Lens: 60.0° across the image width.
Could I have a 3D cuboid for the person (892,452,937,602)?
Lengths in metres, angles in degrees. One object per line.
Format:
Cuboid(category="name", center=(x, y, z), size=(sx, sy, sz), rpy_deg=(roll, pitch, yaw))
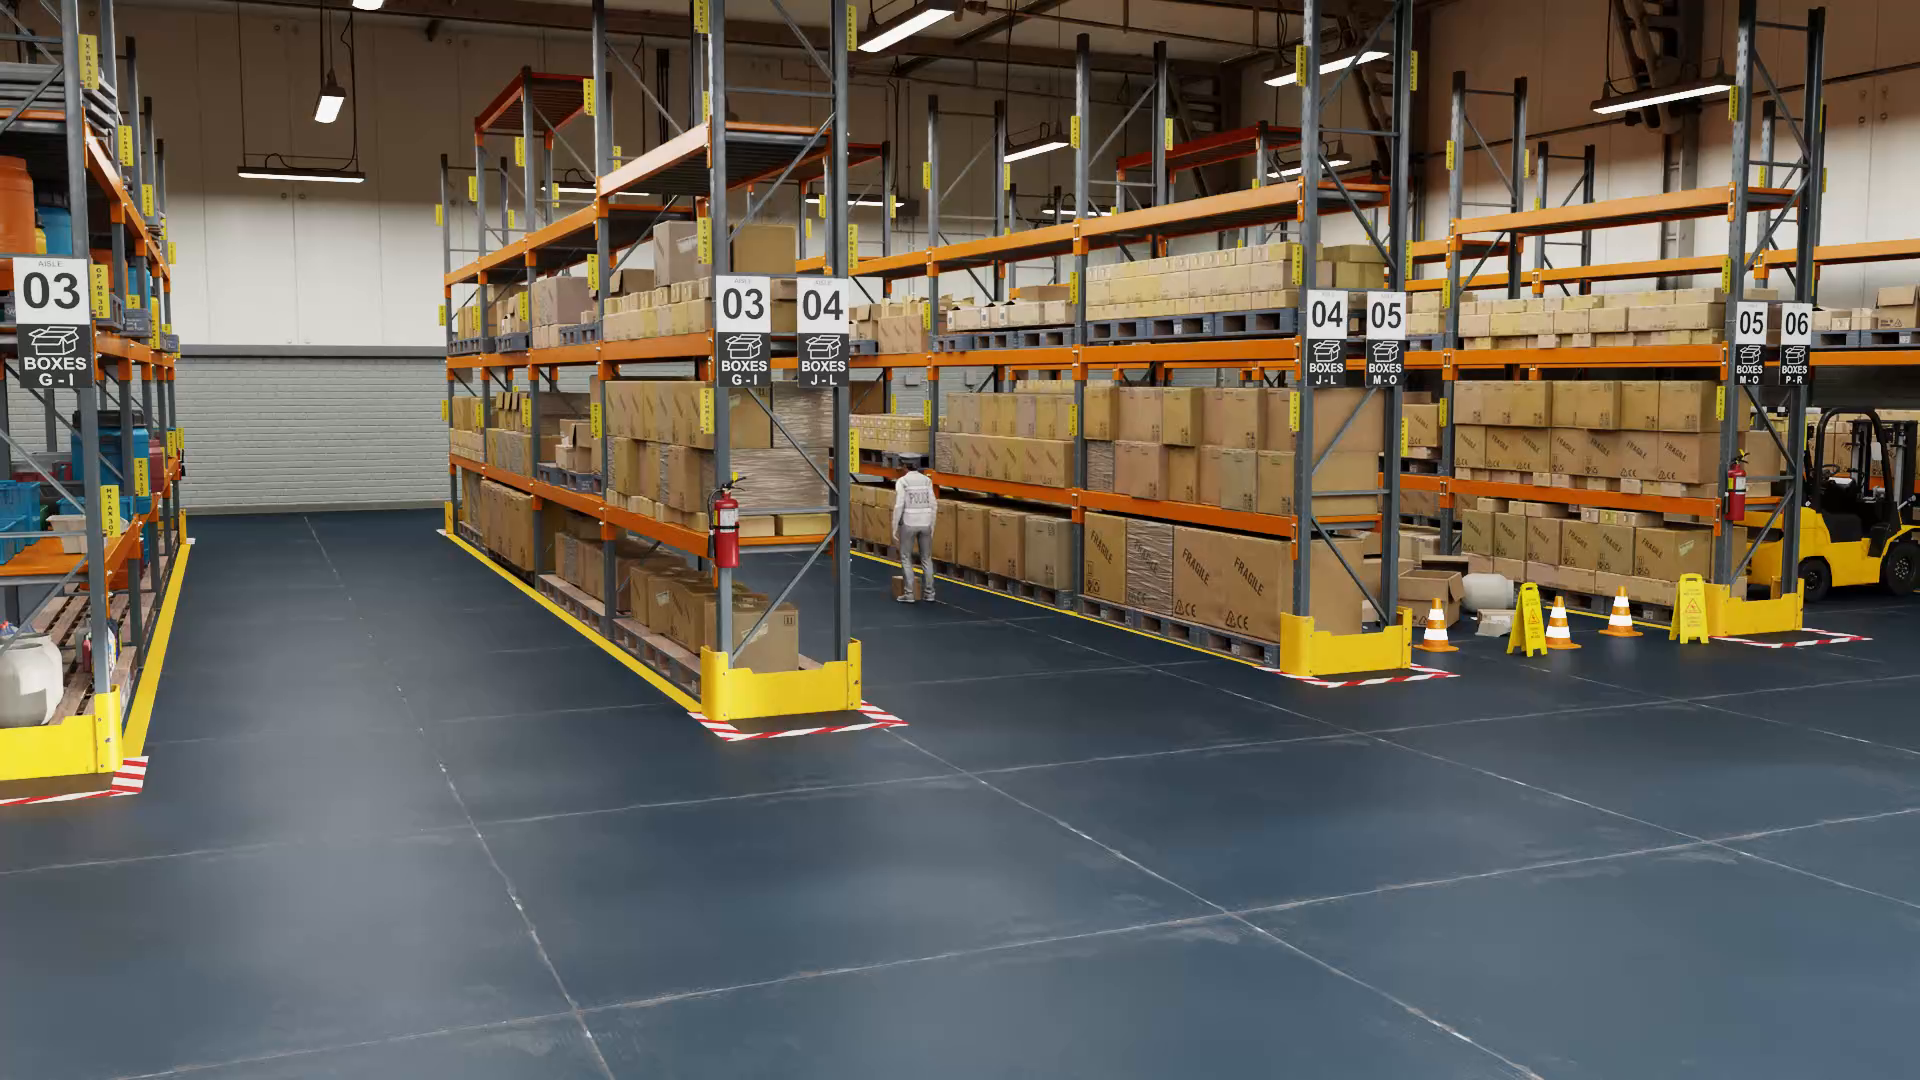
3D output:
Cuboid(category="person", center=(-0.506, -0.140, 18.430), size=(0.547, 1.665, 0.372), rpy_deg=(-3, 6, -27))
